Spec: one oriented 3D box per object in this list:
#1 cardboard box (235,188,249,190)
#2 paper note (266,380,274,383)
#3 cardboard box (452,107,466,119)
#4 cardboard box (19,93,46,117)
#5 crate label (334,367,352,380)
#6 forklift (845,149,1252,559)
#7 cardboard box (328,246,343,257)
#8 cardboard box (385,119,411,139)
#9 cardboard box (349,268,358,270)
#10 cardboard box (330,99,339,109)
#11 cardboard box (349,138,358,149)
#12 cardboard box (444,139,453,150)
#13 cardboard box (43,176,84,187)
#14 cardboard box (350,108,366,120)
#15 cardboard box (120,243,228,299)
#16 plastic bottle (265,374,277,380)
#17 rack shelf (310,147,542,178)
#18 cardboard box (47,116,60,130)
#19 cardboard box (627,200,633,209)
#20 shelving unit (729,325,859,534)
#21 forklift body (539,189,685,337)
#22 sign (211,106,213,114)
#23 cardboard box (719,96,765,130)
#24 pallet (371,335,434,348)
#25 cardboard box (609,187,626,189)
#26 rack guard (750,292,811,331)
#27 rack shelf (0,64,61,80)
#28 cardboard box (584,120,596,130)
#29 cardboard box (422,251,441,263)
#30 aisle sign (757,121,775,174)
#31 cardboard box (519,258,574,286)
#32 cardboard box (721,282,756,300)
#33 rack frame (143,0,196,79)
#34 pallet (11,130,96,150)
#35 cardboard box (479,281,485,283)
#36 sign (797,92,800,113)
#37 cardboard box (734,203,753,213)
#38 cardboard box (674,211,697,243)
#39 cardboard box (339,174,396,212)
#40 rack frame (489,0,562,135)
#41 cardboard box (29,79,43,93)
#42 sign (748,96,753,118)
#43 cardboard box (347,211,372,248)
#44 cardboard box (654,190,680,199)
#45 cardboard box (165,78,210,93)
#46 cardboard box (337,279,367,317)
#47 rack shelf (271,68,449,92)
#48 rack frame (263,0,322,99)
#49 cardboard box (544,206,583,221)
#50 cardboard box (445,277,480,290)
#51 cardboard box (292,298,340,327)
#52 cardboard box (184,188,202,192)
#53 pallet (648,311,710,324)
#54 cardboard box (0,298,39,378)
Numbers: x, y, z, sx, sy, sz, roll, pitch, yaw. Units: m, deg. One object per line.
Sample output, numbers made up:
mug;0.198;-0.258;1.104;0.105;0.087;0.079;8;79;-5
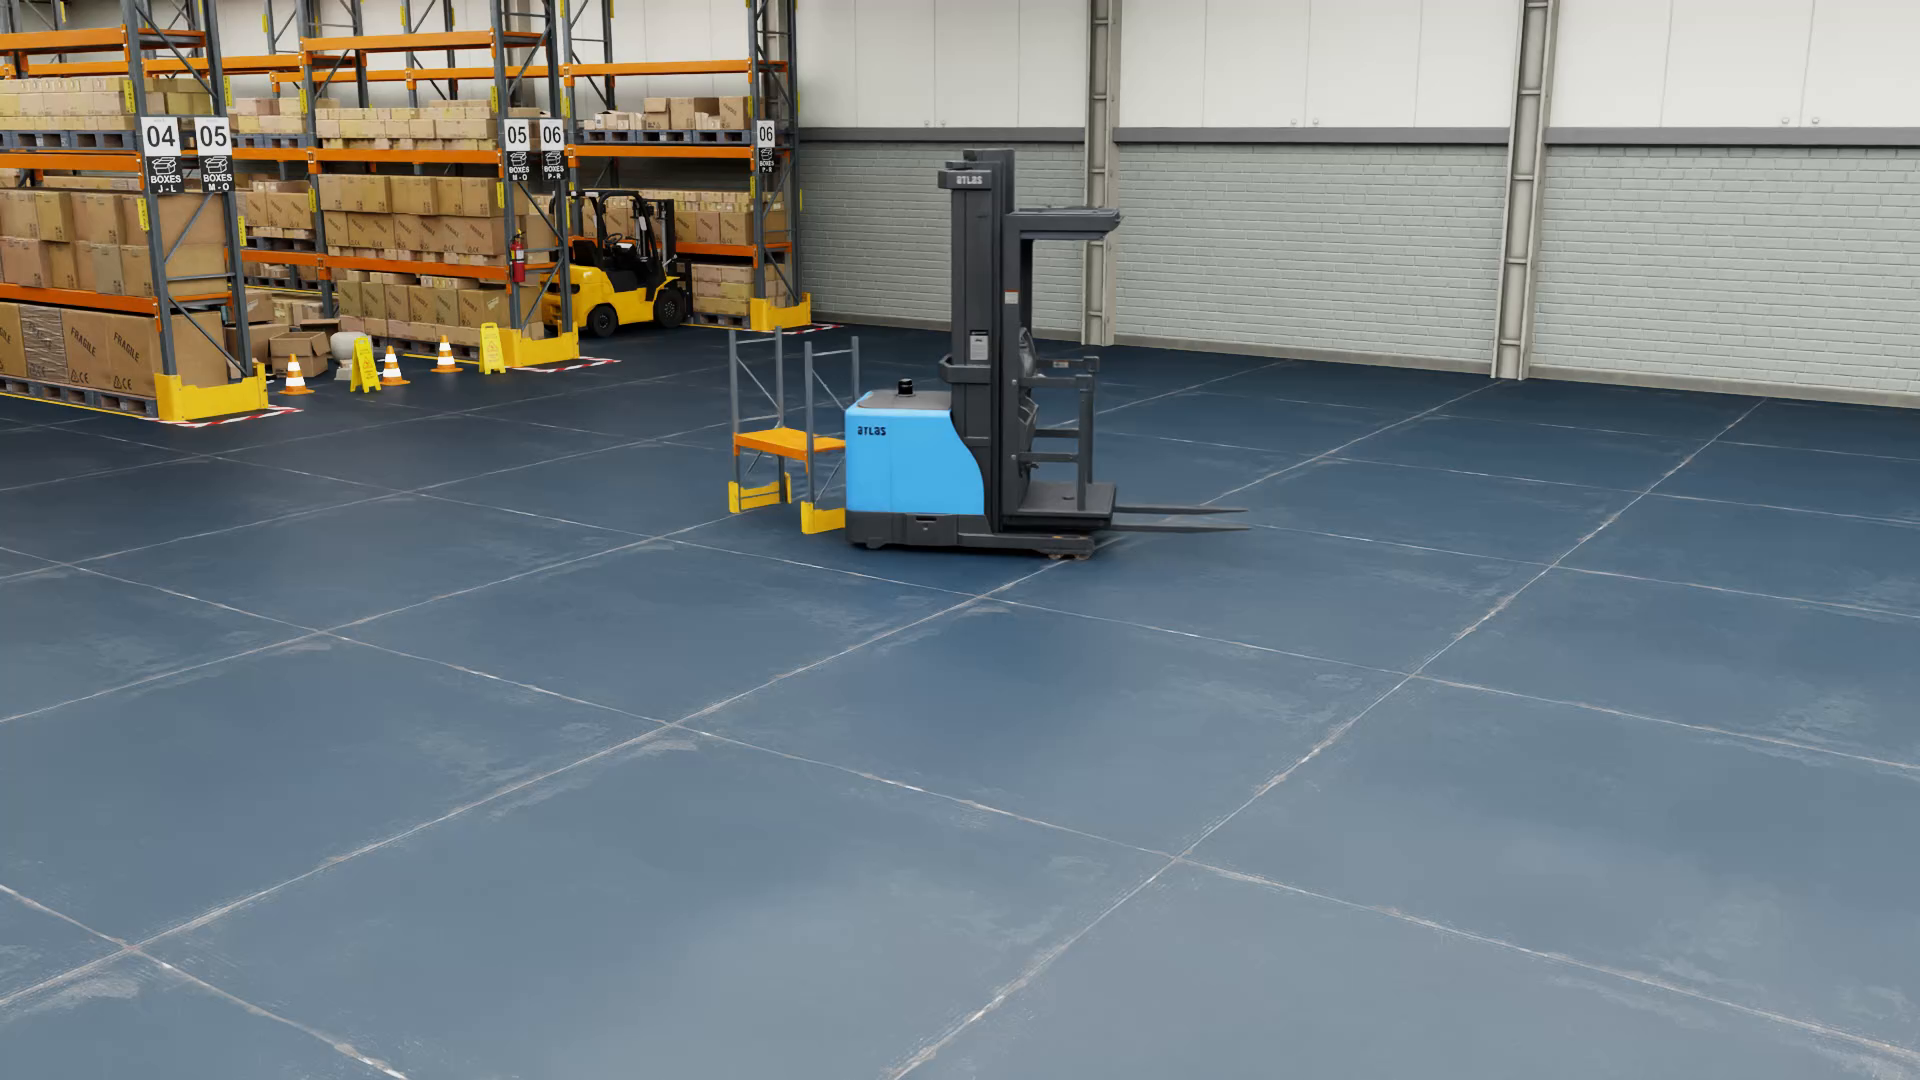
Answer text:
cardboard box;-11.315;-5.271;26.172;0.500;0.500;0.500;9;16;32
paper note;-8.642;-1.975;20.740;0.144;0.017;0.142;-10;17;-35
cardboard box;-6.504;-5.654;22.043;0.250;0.149;0.380;9;16;32
cardboard box;-10.134;-4.866;18.605;0.500;0.250;0.500;9;17;33
crate label;-7.746;-2.111;21.066;0.298;0.136;0.250;1;14;4
forklift;0.690;-1.416;12.442;3.031;2.935;1.130;2;14;7
cardboard box;-8.881;-4.182;23.998;0.250;0.149;0.380;9;17;33
cardboard box;-7.490;-5.620;22.734;0.500;0.250;0.500;9;17;33
cardboard box;-11.273;-5.146;31.697;0.500;0.500;0.500;8;16;31
cardboard box;-9.644;-6.463;24.845;0.500;0.250;0.500;9;16;32
cardboard box;-8.388;-5.596;23.468;0.250;0.149;0.380;9;17;33
cardboard box;-6.696;-5.317;22.338;0.250;0.149;0.380;9;17;33
cardboard box;-14.959;-5.838;27.876;0.500;0.500;0.500;9;17;32
cardboard box;-8.235;-5.917;23.106;0.250;0.149;0.380;9;17;32
cardboard box;-8.656;-2.987;18.335;0.550;0.550;0.875;9;17;33
plastic bottle;-8.806;-2.064;21.034;0.283;0.061;0.133;3;14;14
rack shelf;-7.304;-5.249;23.039;4.000;0.370;1.077;9;17;33
cardboard box;-9.842;-4.607;18.391;0.250;0.149;0.380;9;17;33
cardboard box;-5.251;-5.522;27.328;0.250;0.149;0.380;9;17;32
shelving unit;-1.337;-0.914;13.394;0.587;1.500;1.083;-12;18;-41
forklift body;-5.469;-4.343;25.890;1.214;2.155;2.313;9;17;33
sign;-11.978;-6.762;26.577;0.005;0.325;0.100;9;17;33
cardboard box;-3.381;-6.632;25.839;0.500;0.500;0.500;10;17;35
pallet;-8.387;-2.974;24.397;1.213;0.211;1.003;9;17;33
cardboard box;-5.763;-5.926;28.342;0.250;0.149;0.380;9;17;33
rack guard;-2.857;-3.648;26.517;0.348;0.500;1.175;9;17;33
rack shelf;-17.261;-8.120;29.228;4.000;0.370;1.077;9;17;33
cardboard box;-5.994;-6.866;27.517;0.250;0.149;0.380;10;17;34
cardboard box;-7.175;-3.917;22.927;0.250;0.149;0.380;9;17;32
aisle sign;-2.987;-6.059;25.646;0.004;0.787;0.394;9;17;33
cardboard box;-7.275;-4.625;29.332;0.625;0.625;0.875;9;17;32
cardboard box;-3.456;-3.979;26.462;0.500;0.250;0.500;9;16;32
rack frame;-16.154;-9.922;34.177;0.127;3.000;1.000;9;17;33
pallet;-9.961;-4.547;18.892;1.213;0.211;1.003;9;17;33
cardboard box;-7.027;-3.412;23.650;0.500;0.500;0.500;10;17;34
sign;-2.563;-6.893;26.199;0.005;0.325;0.100;9;17;33
cardboard box;-3.321;-5.218;26.102;0.250;0.149;0.380;9;17;34
cardboard box;-4.283;-5.066;26.839;0.500;0.500;0.500;9;16;32
cardboard box;-8.308;-4.914;23.522;0.500;0.500;0.700;9;17;33
rack frame;-5.644;-6.786;21.509;0.127;3.000;1.000;9;17;33
cardboard box;-10.058;-5.029;18.435;0.250;0.149;0.380;9;17;33
sign;-3.192;-6.605;25.343;0.005;0.325;0.100;9;17;33
cardboard box;-8.324;-4.426;23.633;0.500;0.500;0.500;9;17;33
cardboard box;-4.768;-5.620;27.105;0.250;0.149;0.380;9;17;33
cardboard box;-8.423;-4.955;18.137;0.250;0.149;0.380;9;17;33
cardboard box;-8.625;-3.511;24.050;0.500;0.500;0.500;10;17;35
rack shelf;-11.175;-8.574;31.061;4.000;0.370;1.077;9;17;33
rack frame;-12.835;-9.385;32.010;0.127;3.000;1.000;9;17;33
cardboard box;-6.747;-5.585;28.415;0.500;0.250;0.500;9;16;32
cardboard box;-6.797;-3.513;22.711;0.250;0.149;0.380;10;17;34
cardboard box;-9.400;-3.408;24.944;0.625;0.372;0.950;9;17;34
cardboard box;-12.038;-5.237;26.036;0.500;0.500;0.500;9;16;31
pallet;-4.543;-3.769;27.607;1.213;0.211;1.003;9;17;33
cardboard box;-11.160;-2.484;20.163;0.875;0.875;0.875;9;17;34
